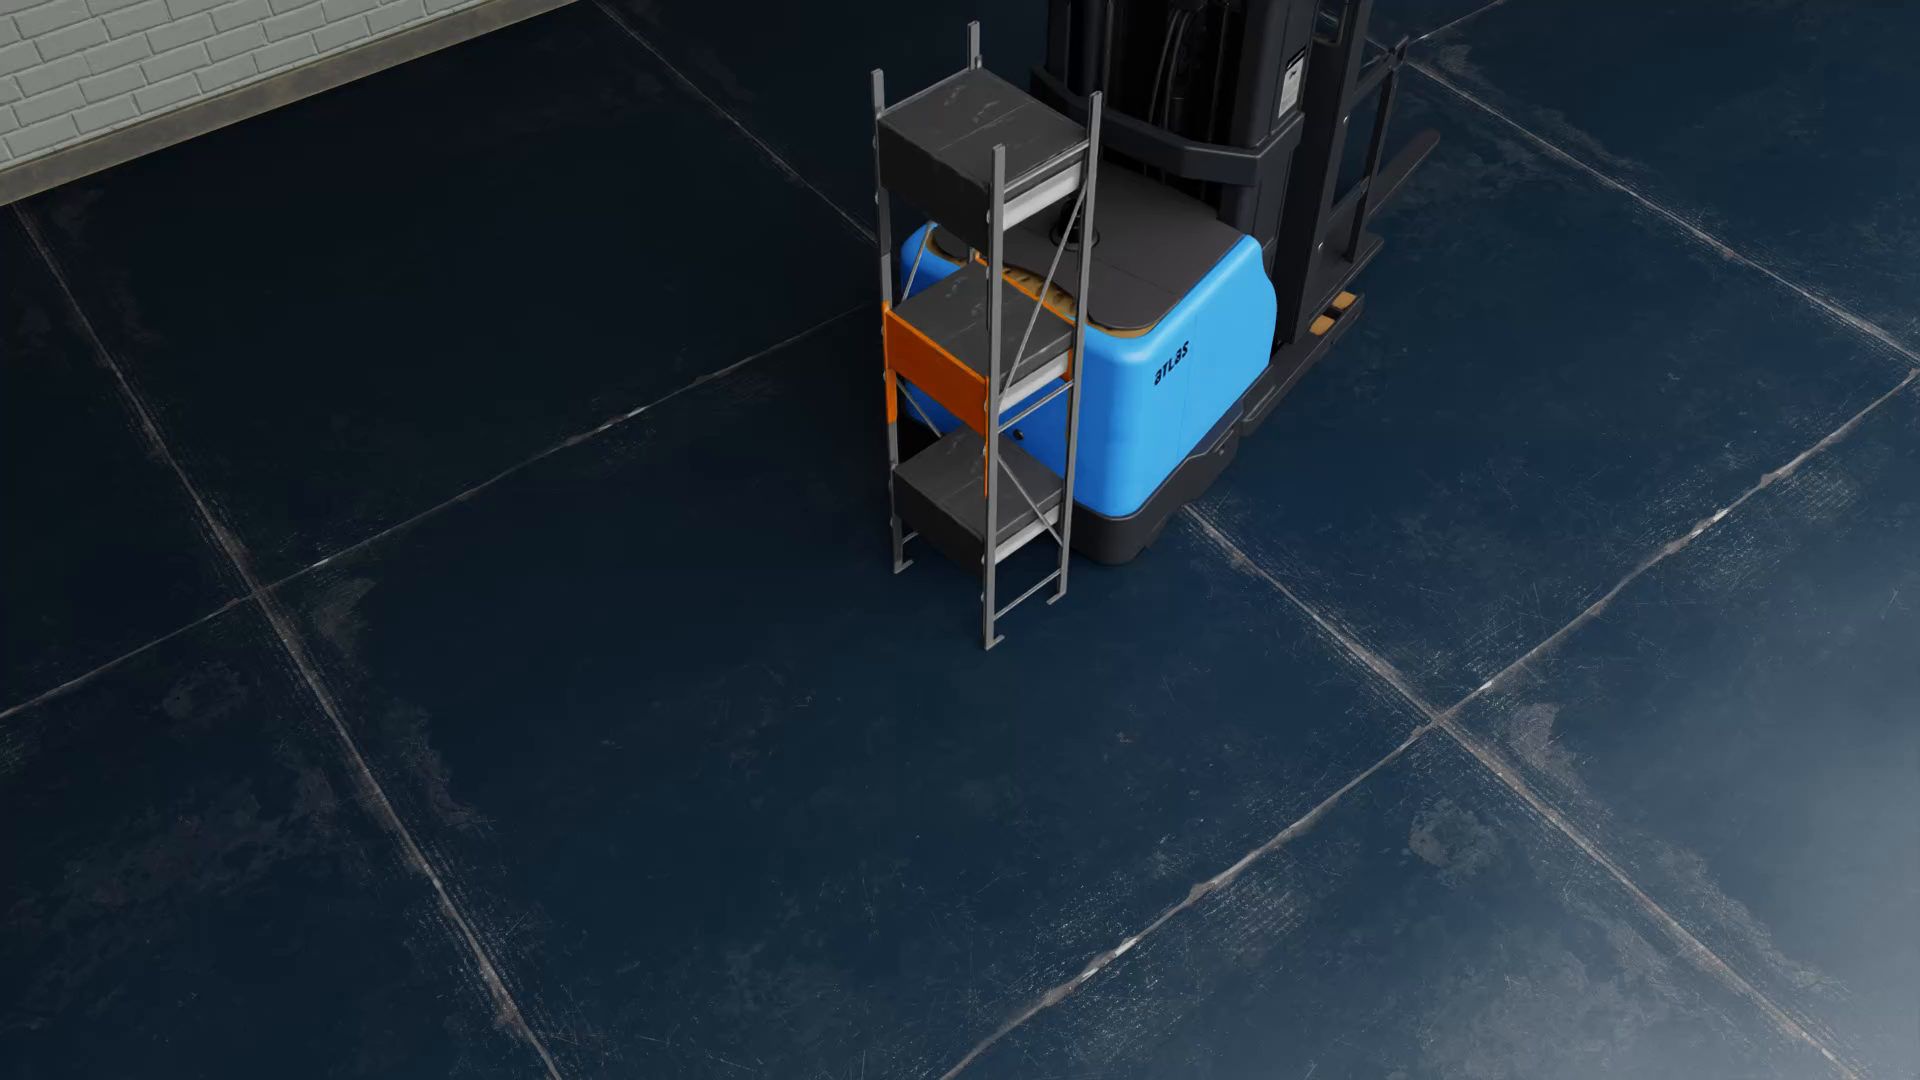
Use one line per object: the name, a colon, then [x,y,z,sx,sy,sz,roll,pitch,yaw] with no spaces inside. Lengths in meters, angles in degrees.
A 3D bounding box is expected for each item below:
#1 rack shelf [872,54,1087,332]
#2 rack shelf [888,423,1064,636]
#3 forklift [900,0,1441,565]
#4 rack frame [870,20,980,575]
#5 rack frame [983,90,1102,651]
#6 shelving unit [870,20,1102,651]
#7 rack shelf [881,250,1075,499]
rack shelf: [0.070,-1.009,4.821,0.431,0.518,0.480,-34,56,-27]
rack shelf: [0.070,-0.068,5.858,0.431,0.518,0.480,-34,56,-27]
forklift: [1.050,-1.949,6.039,1.130,2.935,3.031,28,54,23]
rack frame: [-0.096,-0.681,5.450,0.400,2.100,0.015,-34,56,-27]
rack frame: [0.235,-0.415,5.209,0.400,2.100,0.015,-34,56,-27]
shelving unit: [0.070,-0.548,5.329,0.431,2.100,0.503,-34,56,-27]
rack shelf: [0.070,-0.538,5.339,0.431,0.518,0.480,-34,56,-27]
